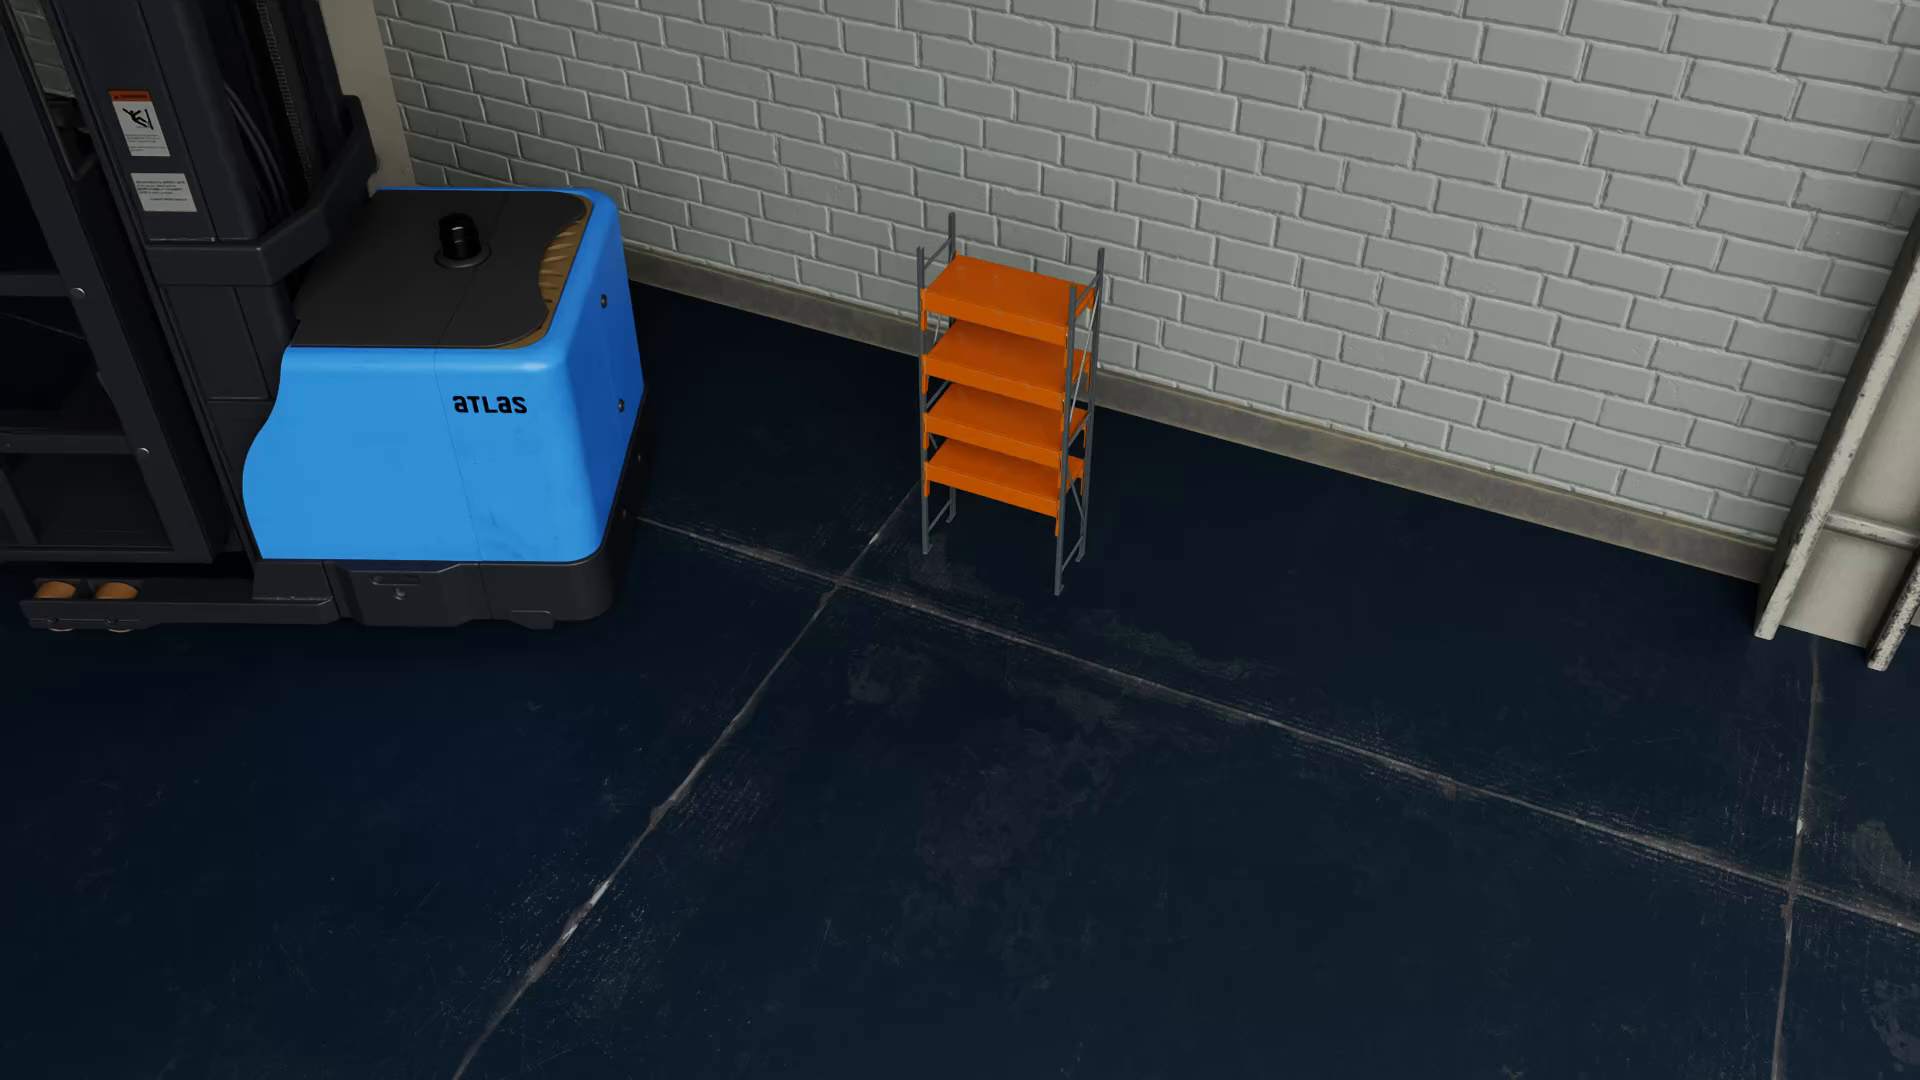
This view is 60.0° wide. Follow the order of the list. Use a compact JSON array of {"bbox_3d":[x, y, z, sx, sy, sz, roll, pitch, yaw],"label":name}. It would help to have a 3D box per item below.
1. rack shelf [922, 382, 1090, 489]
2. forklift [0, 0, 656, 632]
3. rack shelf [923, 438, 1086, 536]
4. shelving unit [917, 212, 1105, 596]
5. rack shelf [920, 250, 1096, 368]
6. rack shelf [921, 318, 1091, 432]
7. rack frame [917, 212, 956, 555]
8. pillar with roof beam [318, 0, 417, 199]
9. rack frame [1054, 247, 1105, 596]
[{"bbox_3d":[0.150,-0.357,5.348,0.480,0.148,0.258,17,44,19],"label":"rack shelf"},{"bbox_3d":[-2.629,-1.154,4.844,3.031,2.935,1.130,1,41,1],"label":"forklift"},{"bbox_3d":[0.150,-0.207,5.478,0.480,0.148,0.258,17,44,19],"label":"rack shelf"},{"bbox_3d":[0.150,-0.408,5.304,0.503,1.200,0.258,17,44,19],"label":"shelving unit"},{"bbox_3d":[0.150,-0.704,5.047,0.480,0.148,0.258,17,44,19],"label":"rack shelf"},{"bbox_3d":[0.150,-0.526,5.202,0.480,0.148,0.258,17,44,19],"label":"rack shelf"},{"bbox_3d":[-0.071,-0.475,5.382,0.015,1.200,0.240,17,44,19],"label":"rack frame"},{"bbox_3d":[-4.440,-2.235,1.458,0.400,9.000,9.100,17,44,19],"label":"pillar with roof beam"},{"bbox_3d":[0.371,-0.340,5.226,0.015,1.200,0.240,17,44,19],"label":"rack frame"}]
